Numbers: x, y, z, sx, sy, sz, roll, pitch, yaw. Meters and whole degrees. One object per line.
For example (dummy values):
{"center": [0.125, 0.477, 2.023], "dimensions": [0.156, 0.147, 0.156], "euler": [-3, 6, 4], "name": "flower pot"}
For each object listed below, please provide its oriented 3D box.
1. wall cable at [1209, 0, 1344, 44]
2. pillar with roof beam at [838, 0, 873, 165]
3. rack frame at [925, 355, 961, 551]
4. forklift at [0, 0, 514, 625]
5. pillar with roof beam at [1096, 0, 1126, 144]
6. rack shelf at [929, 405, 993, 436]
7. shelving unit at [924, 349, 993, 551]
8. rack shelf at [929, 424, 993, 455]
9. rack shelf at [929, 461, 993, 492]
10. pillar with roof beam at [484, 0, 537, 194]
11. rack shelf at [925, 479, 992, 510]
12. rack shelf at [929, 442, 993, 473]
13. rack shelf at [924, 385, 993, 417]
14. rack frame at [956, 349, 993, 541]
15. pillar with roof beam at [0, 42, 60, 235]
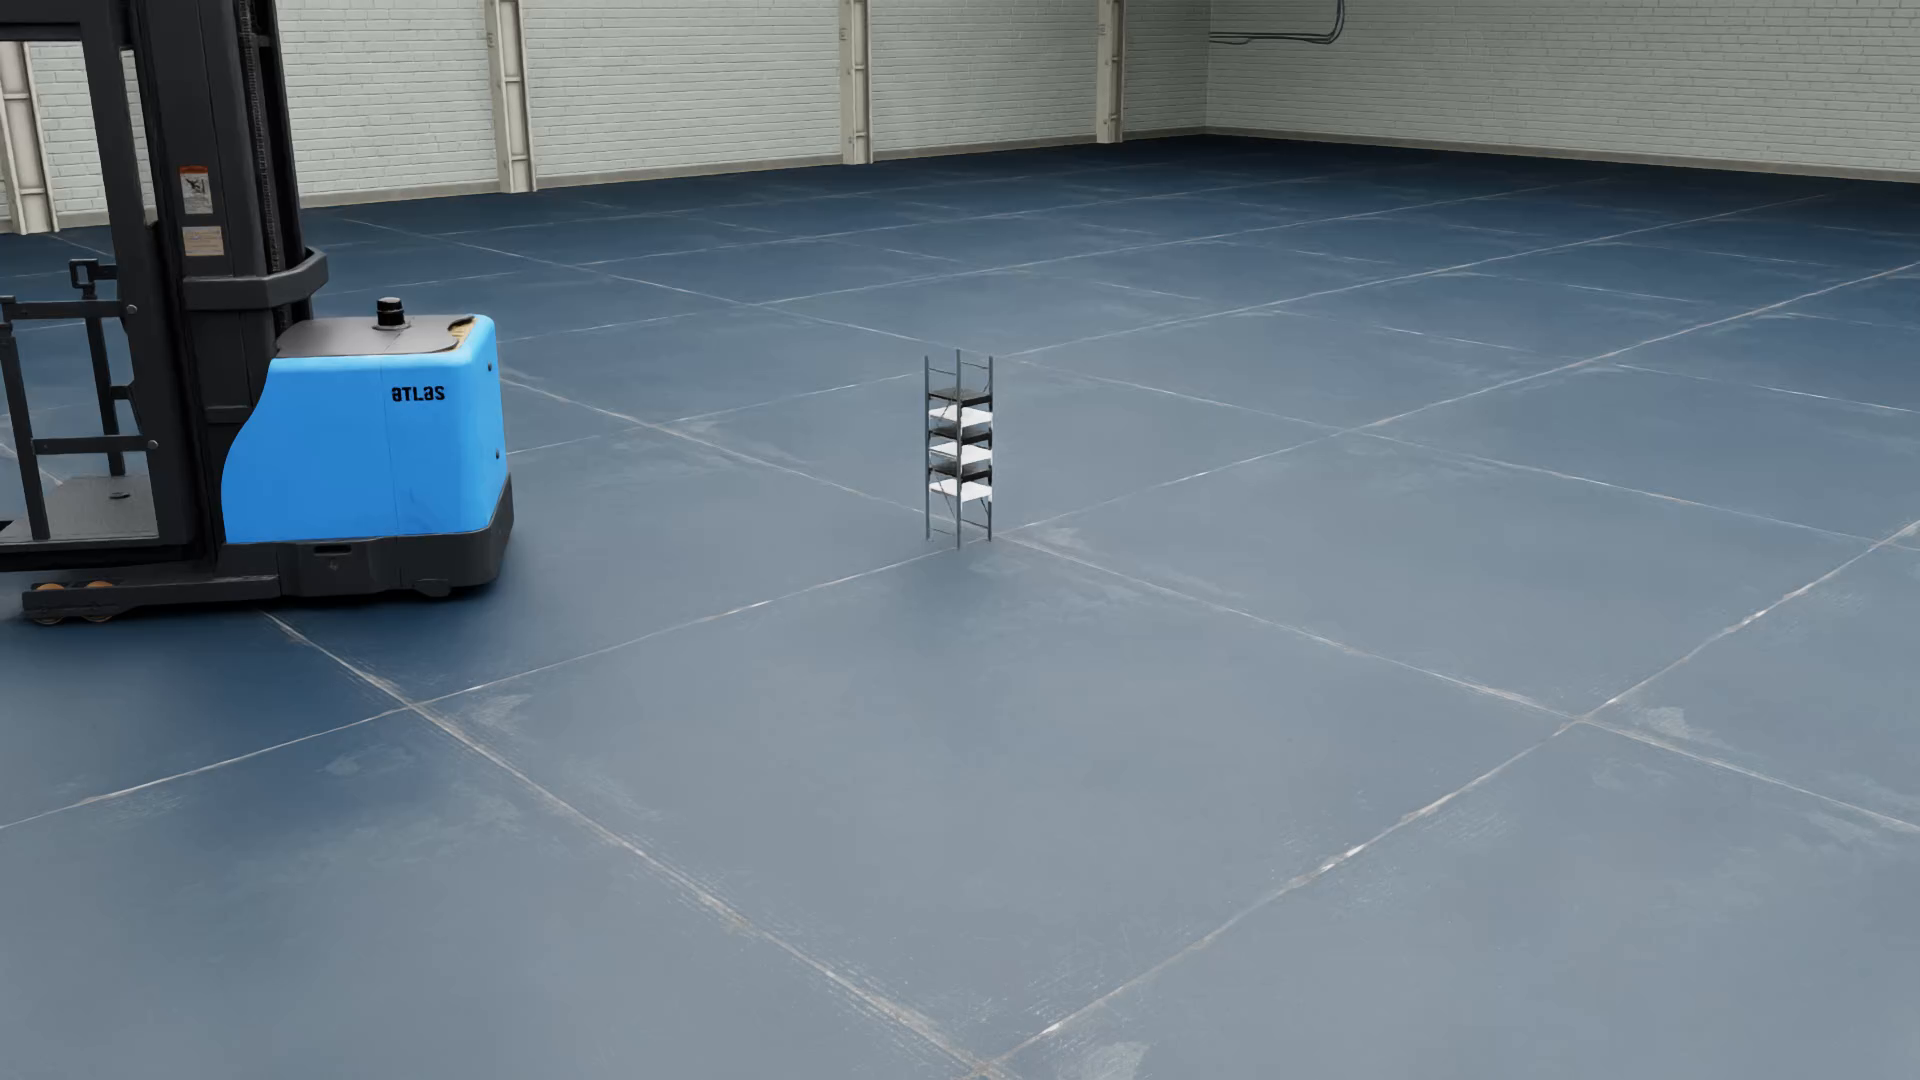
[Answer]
{"center": [5.774, -10.402, 30.511], "dimensions": [0.112, 2.526, 3.097], "euler": [-16, 24, -41], "name": "wall cable"}
{"center": [1.323, -9.315, 22.124], "dimensions": [0.400, 9.000, 9.100], "euler": [-16, 24, -41], "name": "pillar with roof beam"}
{"center": [-0.080, -0.405, 7.774], "dimensions": [0.006, 0.900, 0.240], "euler": [-16, 24, -41], "name": "rack frame"}
{"center": [-3.585, -1.218, 6.990], "dimensions": [3.031, 2.935, 1.130], "euler": [-3, 18, -9], "name": "forklift"}
{"center": [5.683, -10.586, 26.046], "dimensions": [0.400, 9.000, 9.100], "euler": [-16, 24, -41], "name": "pillar with roof beam"}
{"center": [-0.006, -0.566, 7.795], "dimensions": [0.200, 0.077, 0.258], "euler": [-16, 24, -41], "name": "rack shelf"}
{"center": [-0.006, -0.426, 7.841], "dimensions": [0.210, 0.900, 0.258], "euler": [-16, 24, -41], "name": "shelving unit"}
{"center": [-0.006, -0.480, 7.823], "dimensions": [0.200, 0.077, 0.258], "euler": [-16, 24, -41], "name": "rack shelf"}
{"center": [-0.006, -0.309, 7.879], "dimensions": [0.200, 0.077, 0.258], "euler": [-16, 24, -41], "name": "rack shelf"}
{"center": [-3.037, -8.044, 18.203], "dimensions": [0.400, 9.000, 9.100], "euler": [-16, 24, -41], "name": "pillar with roof beam"}
{"center": [-0.006, -0.223, 7.906], "dimensions": [0.200, 0.077, 0.258], "euler": [-16, 24, -41], "name": "rack shelf"}
{"center": [-0.006, -0.395, 7.851], "dimensions": [0.200, 0.077, 0.258], "euler": [-16, 24, -41], "name": "rack shelf"}
{"center": [-0.006, -0.651, 7.768], "dimensions": [0.200, 0.077, 0.258], "euler": [-16, 24, -41], "name": "rack shelf"}
{"center": [0.068, -0.448, 7.907], "dimensions": [0.006, 0.900, 0.240], "euler": [-16, 24, -41], "name": "rack frame"}
{"center": [-7.396, -6.772, 14.282], "dimensions": [0.400, 9.000, 9.100], "euler": [-16, 24, -41], "name": "pillar with roof beam"}
